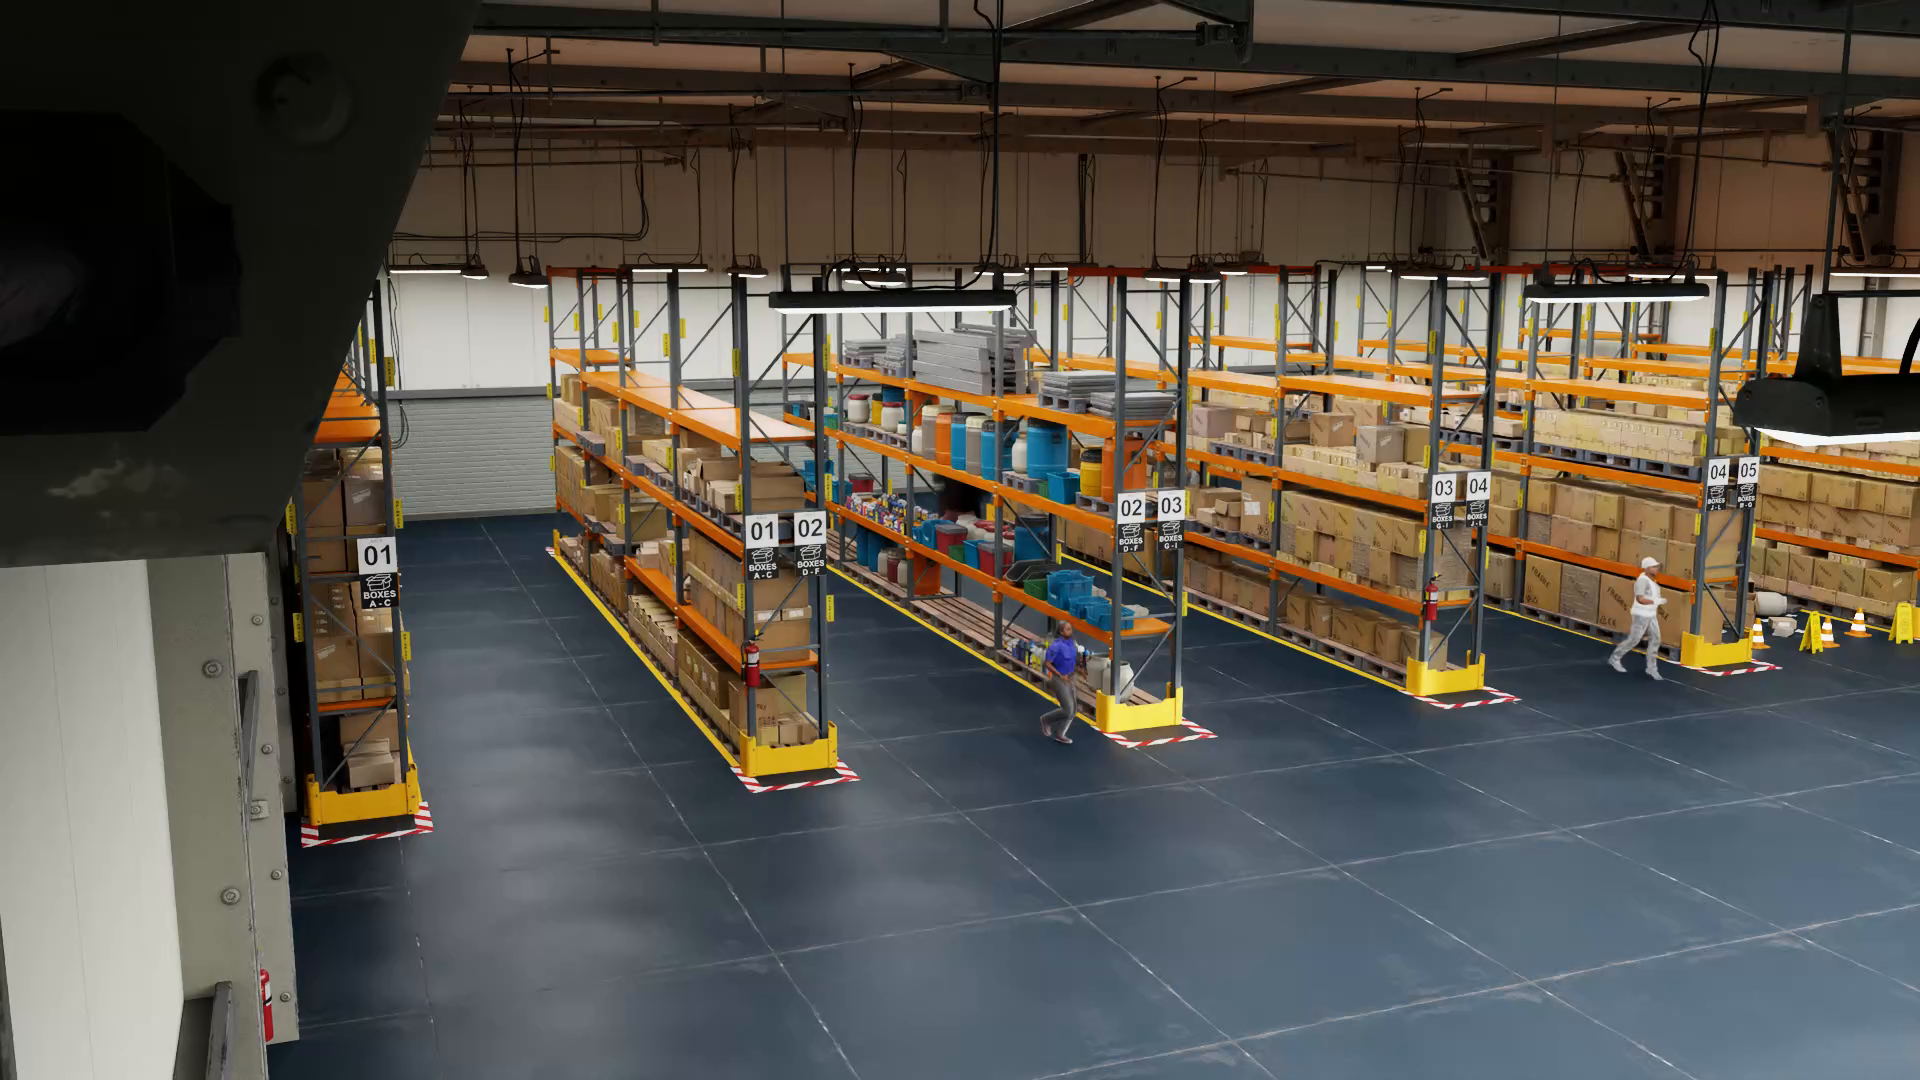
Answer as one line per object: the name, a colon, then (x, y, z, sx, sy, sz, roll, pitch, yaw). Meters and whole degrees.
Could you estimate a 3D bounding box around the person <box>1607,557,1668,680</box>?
person: (10.186, 1.165, 24.890, 0.816, 1.851, 0.682, 8, 13, 39)

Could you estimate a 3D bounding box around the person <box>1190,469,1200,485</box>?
person: (5.965, -1.766, 41.750, 0.531, 1.746, 0.673, -3, 10, -17)

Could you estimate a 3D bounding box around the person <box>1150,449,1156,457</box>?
person: (4.699, -1.555, 41.035, 0.790, 1.548, 0.607, -5, 11, -25)

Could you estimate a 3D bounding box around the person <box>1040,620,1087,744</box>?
person: (1.328, 1.837, 21.507, 0.549, 1.599, 0.534, 7, 12, 34)
